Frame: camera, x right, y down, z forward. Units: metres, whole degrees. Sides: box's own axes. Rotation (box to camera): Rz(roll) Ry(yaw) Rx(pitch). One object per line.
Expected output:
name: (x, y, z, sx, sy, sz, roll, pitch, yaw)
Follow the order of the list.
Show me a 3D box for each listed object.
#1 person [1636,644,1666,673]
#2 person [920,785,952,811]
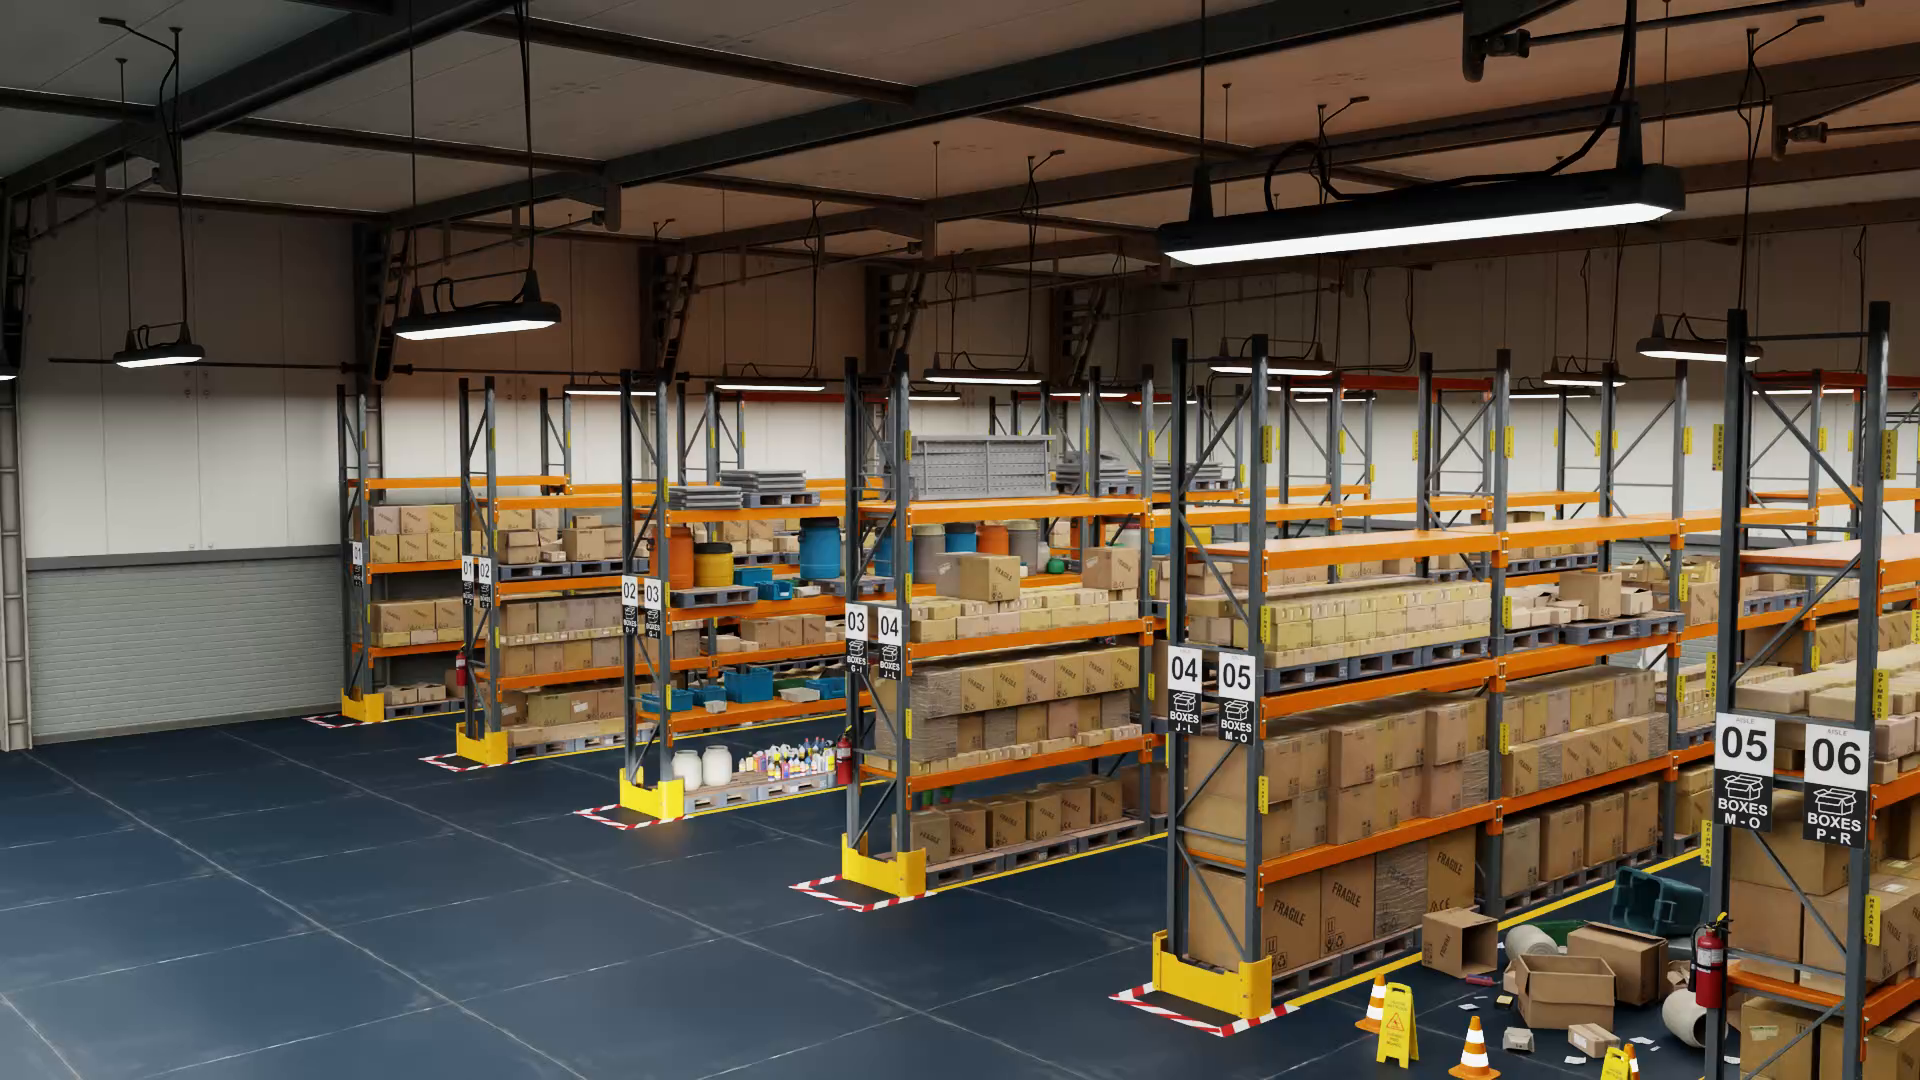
person: (12.303, 2.345, 29.641, 0.607, 1.799, 0.607, -2, 4, -26)
person: (-0.344, 2.876, 21.331, 0.576, 1.831, 0.468, 1, 4, 12)
